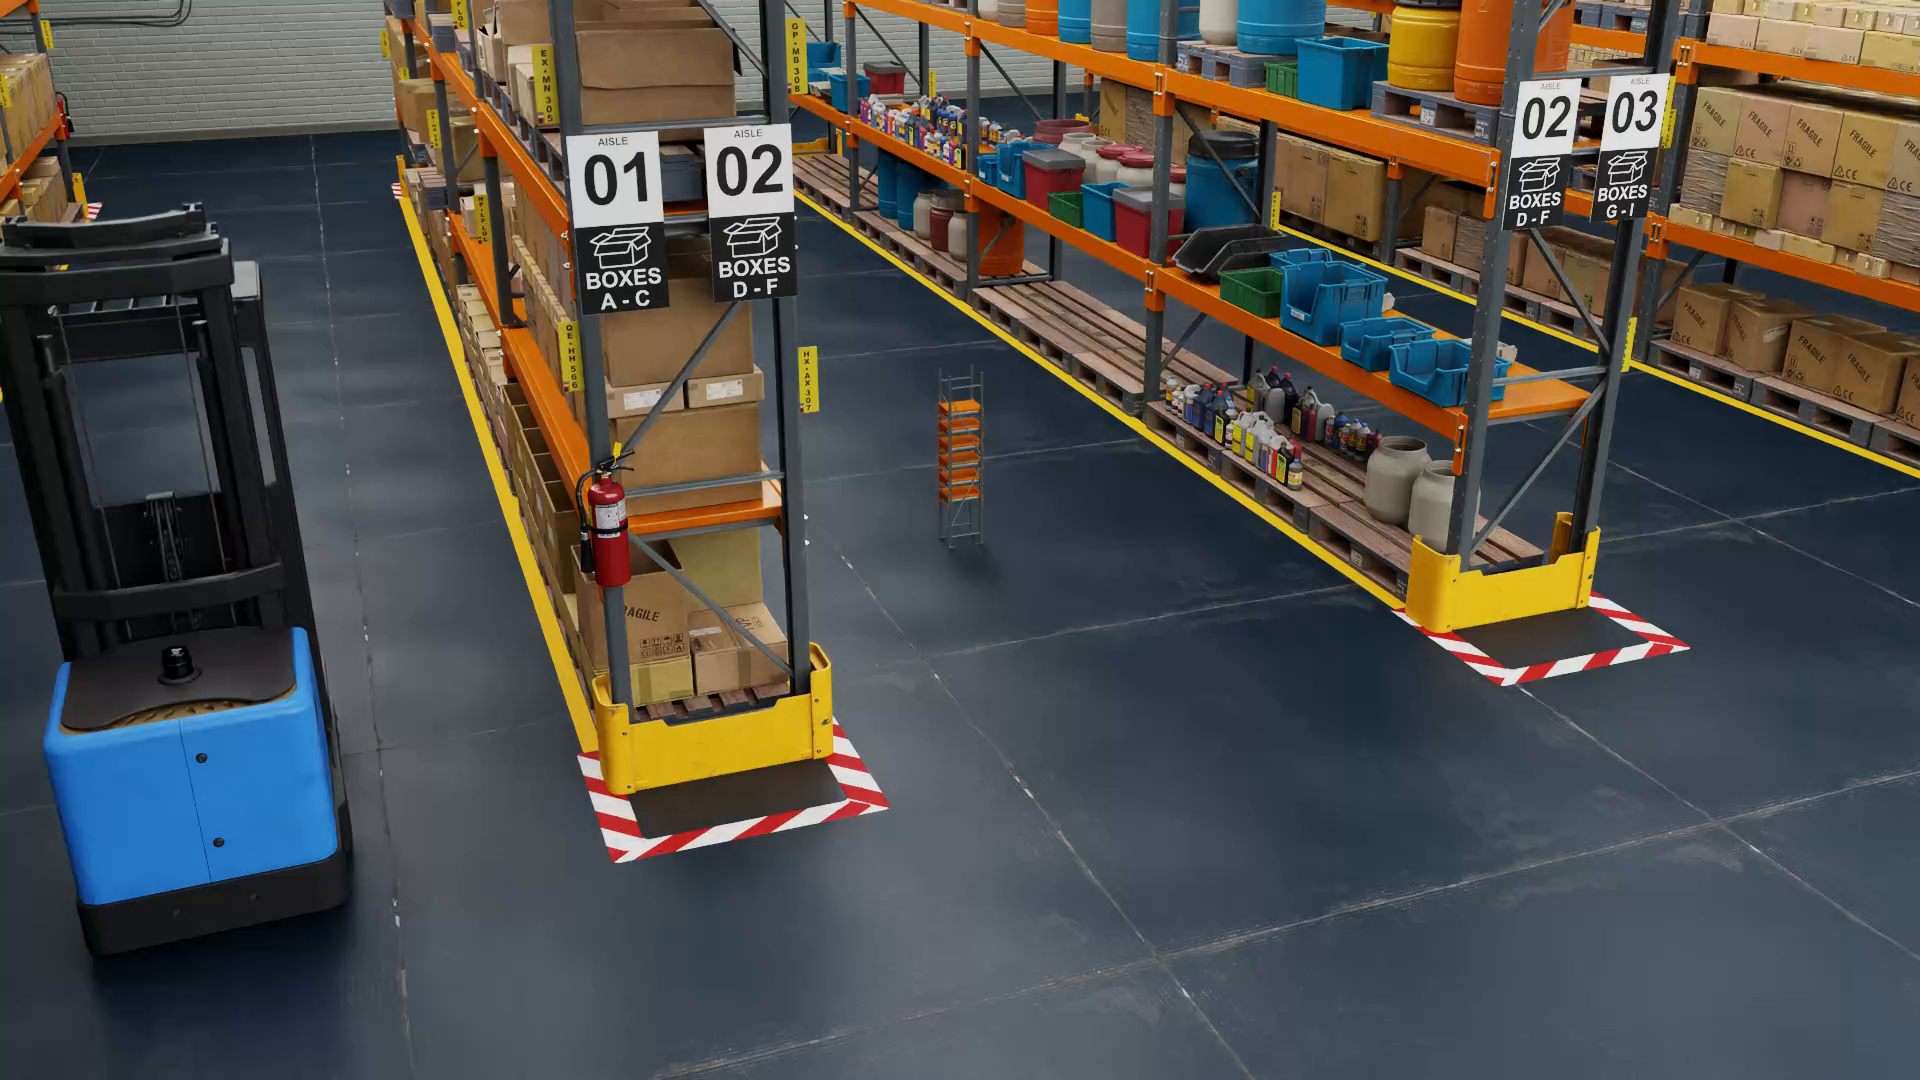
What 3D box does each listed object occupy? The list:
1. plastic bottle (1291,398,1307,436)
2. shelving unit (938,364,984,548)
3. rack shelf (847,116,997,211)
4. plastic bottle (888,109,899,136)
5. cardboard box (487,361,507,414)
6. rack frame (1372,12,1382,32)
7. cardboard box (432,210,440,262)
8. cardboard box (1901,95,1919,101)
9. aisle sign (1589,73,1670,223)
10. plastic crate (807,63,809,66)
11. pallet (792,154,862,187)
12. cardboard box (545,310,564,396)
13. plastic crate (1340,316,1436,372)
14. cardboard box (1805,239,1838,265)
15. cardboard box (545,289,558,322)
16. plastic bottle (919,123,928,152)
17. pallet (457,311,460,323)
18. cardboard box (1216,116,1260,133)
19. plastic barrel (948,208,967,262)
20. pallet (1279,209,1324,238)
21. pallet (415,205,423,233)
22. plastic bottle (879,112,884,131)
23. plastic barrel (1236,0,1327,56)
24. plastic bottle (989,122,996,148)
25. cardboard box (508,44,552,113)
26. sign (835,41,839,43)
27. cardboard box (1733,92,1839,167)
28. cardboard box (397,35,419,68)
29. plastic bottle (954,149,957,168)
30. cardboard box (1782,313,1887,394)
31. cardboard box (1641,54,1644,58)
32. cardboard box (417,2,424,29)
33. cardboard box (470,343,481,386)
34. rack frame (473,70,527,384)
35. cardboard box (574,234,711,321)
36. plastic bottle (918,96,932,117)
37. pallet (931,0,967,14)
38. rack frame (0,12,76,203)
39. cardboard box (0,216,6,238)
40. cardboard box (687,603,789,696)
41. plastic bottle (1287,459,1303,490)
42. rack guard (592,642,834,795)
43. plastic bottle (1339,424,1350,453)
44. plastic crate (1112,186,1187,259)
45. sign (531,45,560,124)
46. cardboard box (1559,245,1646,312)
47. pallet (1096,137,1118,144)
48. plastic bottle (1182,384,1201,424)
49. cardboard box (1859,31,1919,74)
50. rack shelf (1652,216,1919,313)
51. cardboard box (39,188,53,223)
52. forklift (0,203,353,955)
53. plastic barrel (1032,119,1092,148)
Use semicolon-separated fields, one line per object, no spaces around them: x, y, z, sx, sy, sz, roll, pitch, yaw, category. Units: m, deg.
2.561;-0.939;12.546;0.061;0.283;0.133;-8;24;-19;plastic bottle
0.005;-0.548;11.005;0.258;1.200;0.189;-8;24;-19;shelving unit
-0.151;-4.241;18.377;1.077;0.370;4.000;-8;24;-19;rack shelf
-0.724;-4.685;18.664;0.152;0.276;0.135;-8;24;-19;plastic bottle
-3.268;-1.195;12.501;0.500;0.311;0.500;-8;24;-18;cardboard box
7.039;-8.076;26.550;1.000;3.000;0.127;-8;24;-19;rack frame
-5.351;-3.271;17.800;0.500;0.500;0.500;-8;24;-18;cardboard box
10.558;-4.956;17.731;0.700;0.500;0.500;-9;24;-20;cardboard box
3.681;-2.151;9.145;0.394;0.787;0.004;-8;24;-19;aisle sign
-2.259;-6.329;22.543;0.416;0.233;0.300;-8;24;-19;plastic crate
-2.016;-5.163;23.228;1.003;0.211;1.213;-8;24;-19;pallet
-2.138;-1.227;10.169;0.700;0.500;0.500;-8;24;-18;cardboard box
2.701;-1.248;10.541;0.499;0.251;0.408;-8;24;-19;plastic crate
6.939;-2.294;13.154;0.380;0.149;0.250;-8;24;-19;cardboard box
-2.203;-1.373;9.681;0.380;0.149;0.250;-9;24;-19;cardboard box
-0.390;-4.296;17.731;0.061;0.283;0.133;-8;24;-19;plastic bottle
-4.308;-2.159;16.101;1.003;0.211;1.213;-8;24;-19;pallet
4.021;-4.964;21.360;1.225;0.875;0.875;-8;24;-19;cardboard box
0.083;-3.261;17.789;0.421;0.512;0.421;0;23;0;plastic barrel
4.554;-3.980;20.421;1.003;0.211;1.213;-8;24;-19;pallet
-6.169;-4.030;20.540;1.003;0.211;1.213;-8;24;-19;pallet
-0.872;-4.773;18.969;0.097;0.201;0.097;0;23;0;plastic bottle
2.220;-3.823;11.410;0.600;0.901;0.708;-8;24;-19;plastic barrel
0.363;-4.370;17.922;0.097;0.271;0.097;0;23;0;plastic bottle
-2.104;-2.444;8.719;0.500;0.311;0.500;-5;23;-13;cardboard box
-1.762;-6.909;23.571;0.100;0.325;0.005;-8;24;-19;sign
6.701;-3.336;13.504;0.500;0.500;0.500;-8;24;-19;cardboard box
-6.097;-5.462;18.931;0.500;0.500;0.500;-9;24;-20;cardboard box
-0.010;-3.887;16.867;0.097;0.201;0.097;0;23;0;plastic bottle
7.208;-1.541;13.722;0.500;0.500;0.500;-11;25;-24;cardboard box
8.808;-6.107;20.893;0.380;0.149;0.250;-7;24;-16;cardboard box
-4.446;-4.935;15.107;0.910;0.500;0.500;-8;24;-19;cardboard box
-3.802;-1.493;13.930;0.500;0.250;0.500;-9;24;-20;cardboard box
-2.667;-1.714;11.456;1.000;3.000;0.127;-8;24;-19;rack frame
-1.616;-1.286;8.640;0.700;0.500;0.500;-9;24;-20;cardboard box
-0.416;-5.143;19.751;0.152;0.276;0.135;-8;24;-19;plastic bottle
0.377;-5.433;16.658;1.003;0.211;1.213;-8;24;-19;pallet
-11.539;-5.394;20.185;1.000;3.000;0.127;-8;24;-19;rack frame
-9.458;-2.602;15.789;0.750;0.750;0.750;-8;24;-17;cardboard box
-1.235;0.587;8.994;0.500;0.250;0.500;-8;24;-19;cardboard box
2.323;-0.460;11.515;0.097;0.201;0.097;0;23;0;plastic bottle
-1.245;0.900;8.472;1.175;0.500;0.348;-8;24;-19;rack guard
2.841;-0.751;12.206;0.097;0.201;0.097;0;23;0;plastic bottle
1.511;-2.556;13.370;0.402;0.464;0.583;-8;24;-19;plastic crate
-1.766;-1.945;7.103;0.100;0.325;0.005;-8;24;-19;sign
6.254;-2.525;16.031;0.700;0.500;0.500;-8;24;-19;cardboard box
2.718;-5.868;24.900;1.003;0.211;1.213;-8;24;-19;pallet
1.811;-1.051;12.821;0.152;0.276;0.135;-7;24;-17;plastic bottle
7.072;-3.623;12.314;0.500;0.250;0.500;-9;24;-20;cardboard box
7.309;-2.014;13.093;1.077;0.370;4.000;-8;24;-19;rack shelf
-10.648;-3.637;18.696;0.700;0.500;0.500;-8;24;-18;cardboard box
-3.720;-0.158;7.851;1.130;2.935;3.031;-9;24;-20;forklift
1.003;-3.782;16.185;0.600;0.536;0.708;-8;24;-19;plastic barrel
